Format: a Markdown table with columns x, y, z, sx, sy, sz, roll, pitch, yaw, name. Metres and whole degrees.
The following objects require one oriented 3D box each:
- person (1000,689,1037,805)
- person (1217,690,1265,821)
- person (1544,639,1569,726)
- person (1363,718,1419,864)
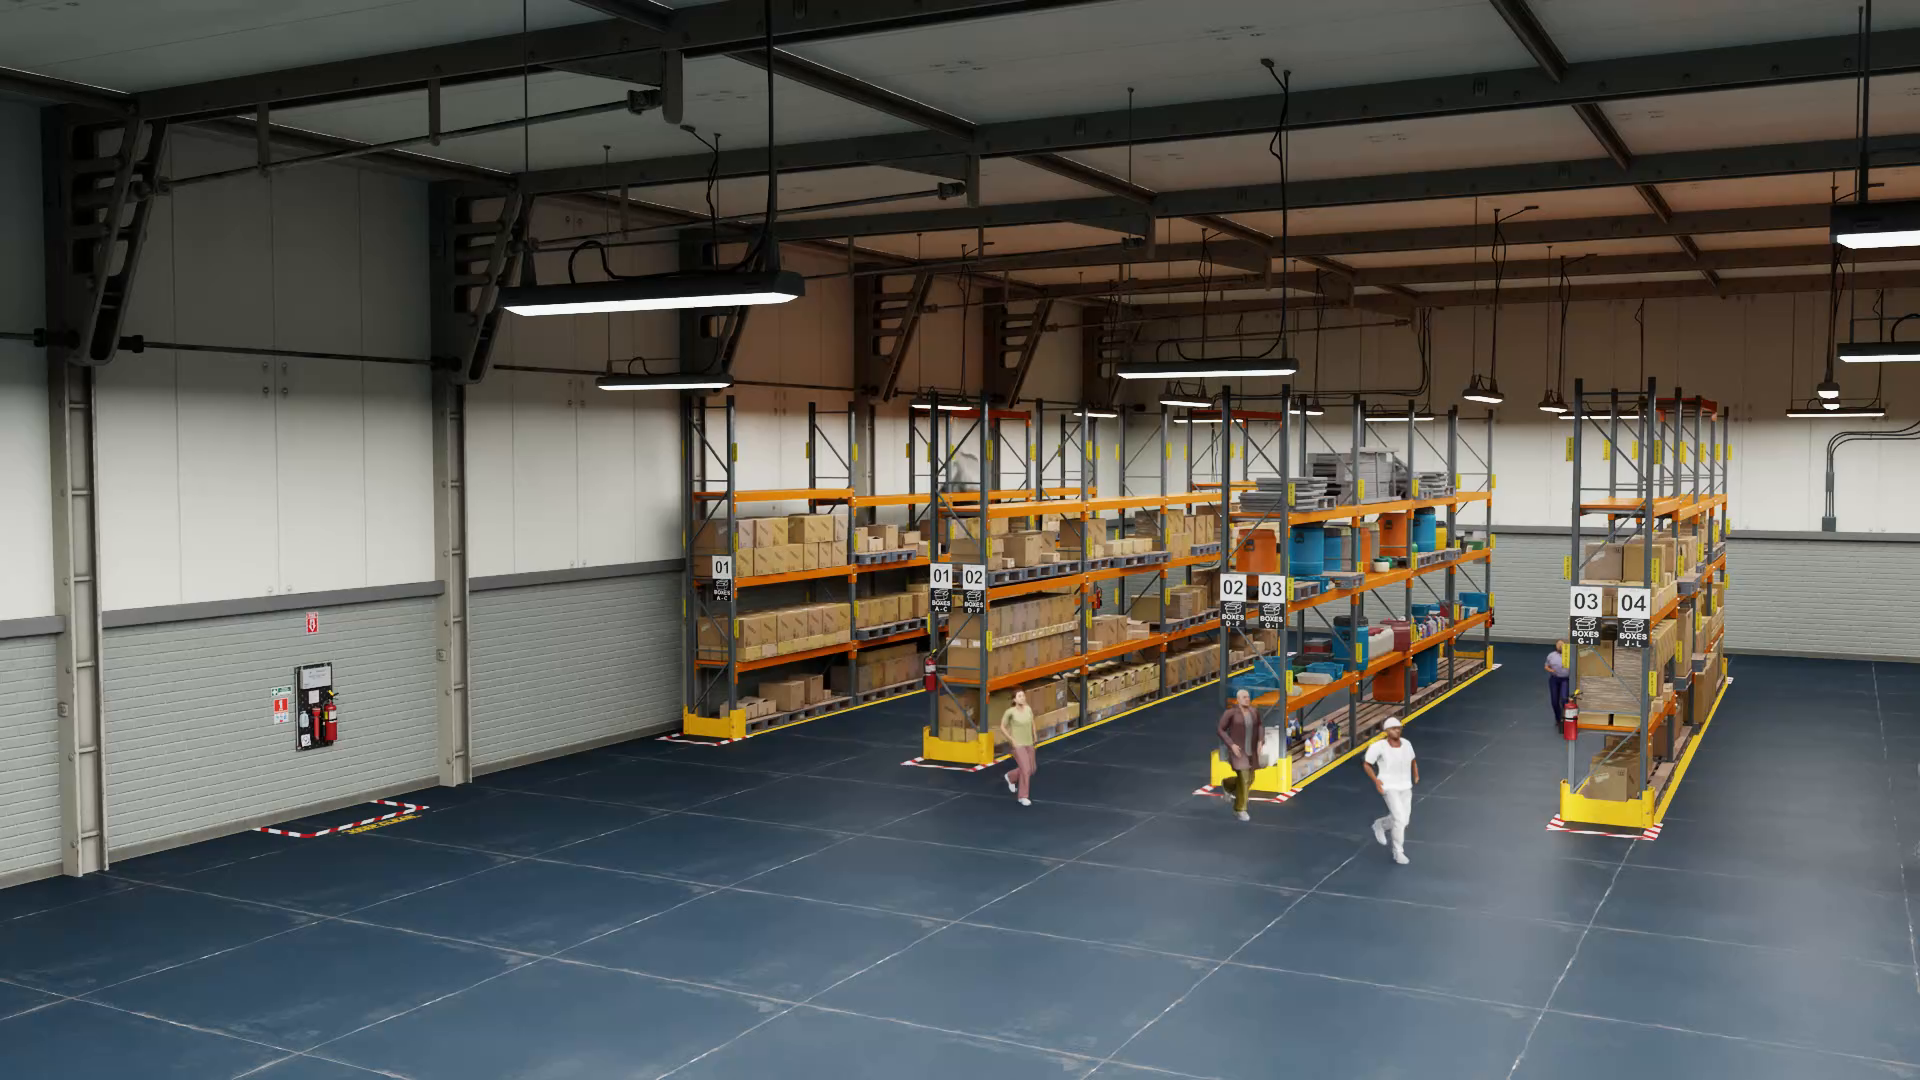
| x | y | z | sx | sy | sz | roll | pitch | yaw | name |
| --- | --- | --- | --- | --- | --- | --- | --- | --- | --- |
| 0.841 | 2.941 | 23.809 | 0.577 | 1.641 | 0.603 | -2 | 4 | -32 | person |
| 3.847 | 2.927 | 22.933 | 0.727 | 1.772 | 0.750 | -1 | 3 | -24 | person |
| 10.873 | 2.601 | 30.085 | 0.582 | 1.632 | 0.652 | 2 | 4 | 32 | person |
| 5.342 | 3.058 | 20.531 | 0.692 | 1.754 | 0.751 | -1 | 3 | -20 | person |
